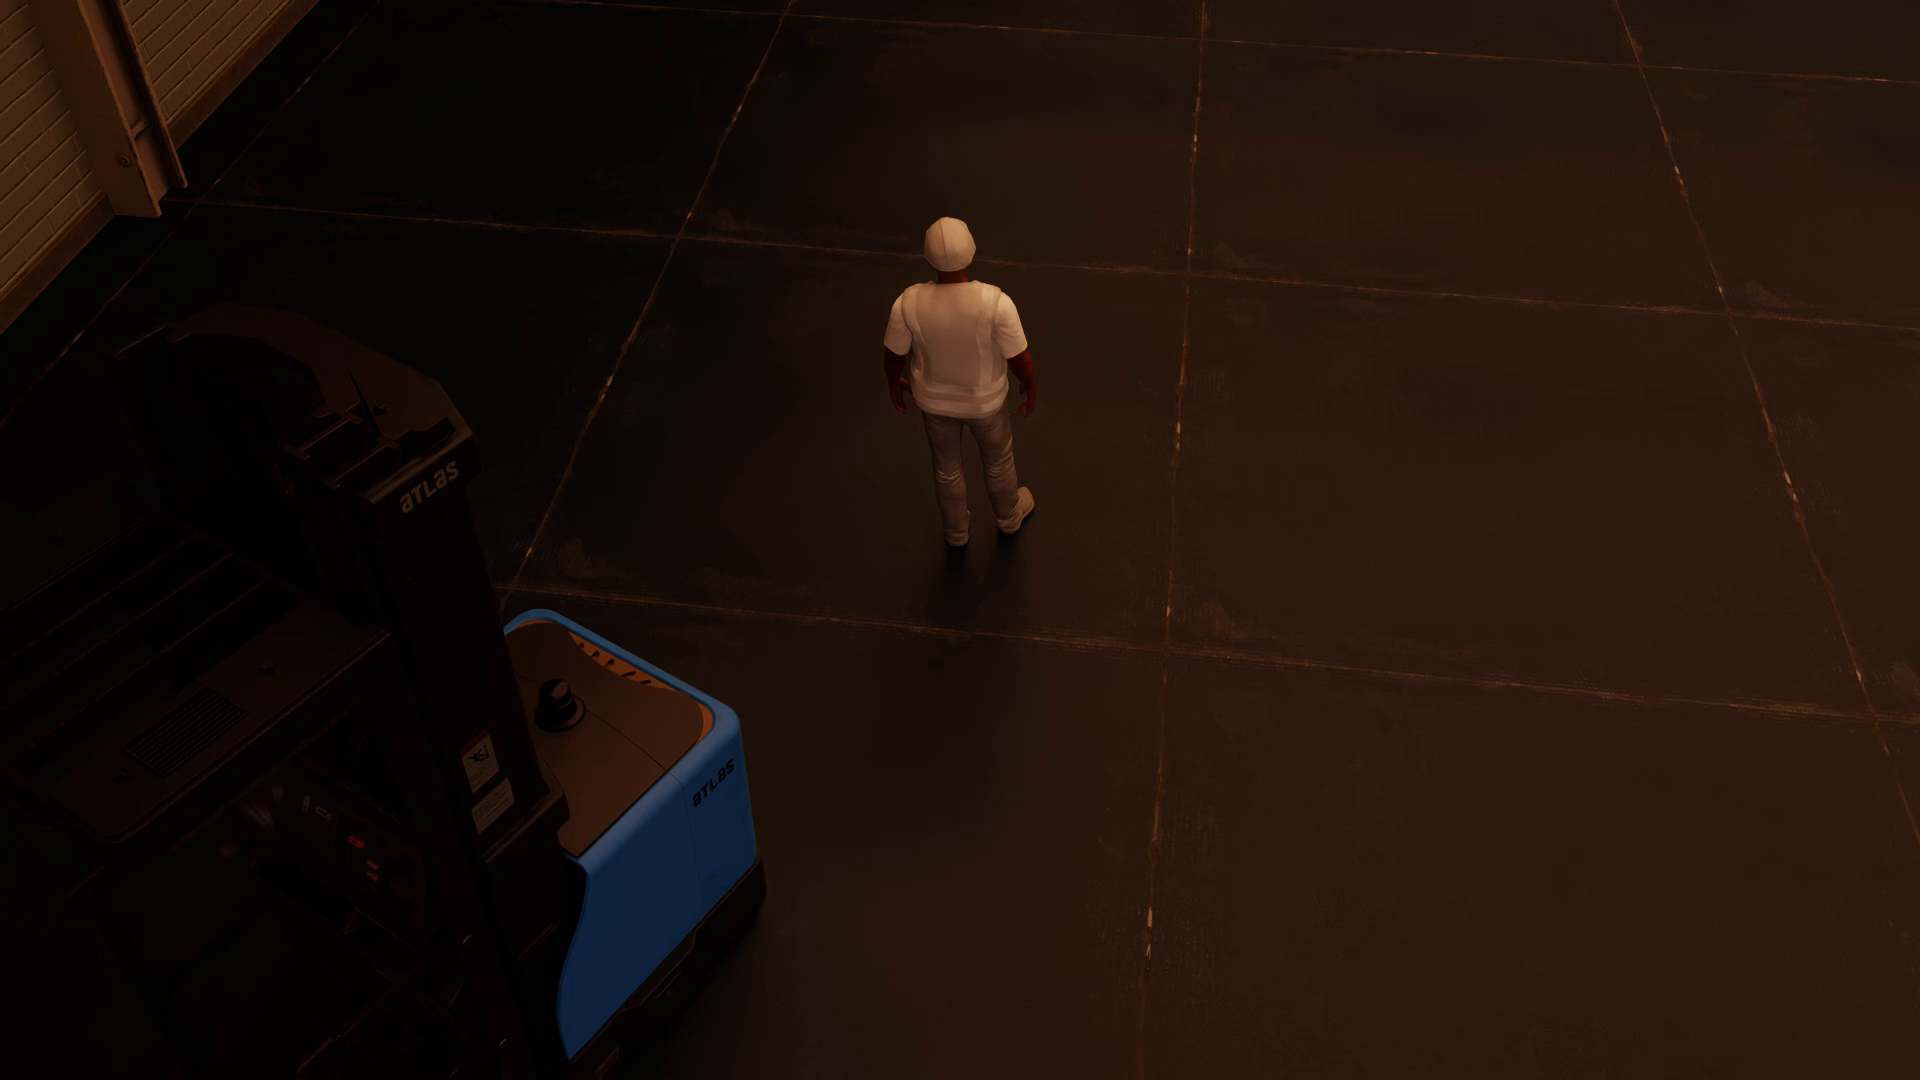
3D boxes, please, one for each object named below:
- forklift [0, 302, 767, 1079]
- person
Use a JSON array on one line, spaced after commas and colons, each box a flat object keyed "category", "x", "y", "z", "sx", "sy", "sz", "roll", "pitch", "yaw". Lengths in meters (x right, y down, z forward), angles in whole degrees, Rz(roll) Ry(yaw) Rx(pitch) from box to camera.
[{"category": "forklift", "x": -1.978, "y": 0.945, "z": 4.696, "sx": 1.130, "sy": 2.935, "sz": 3.031, "roll": 25, "pitch": 48, "yaw": 24}, {"category": "person", "x": 0.015, "y": -0.702, "z": 7.339, "sx": 0.665, "sy": 1.768, "sz": 0.575, "roll": 5, "pitch": 43, "yaw": 6}]
